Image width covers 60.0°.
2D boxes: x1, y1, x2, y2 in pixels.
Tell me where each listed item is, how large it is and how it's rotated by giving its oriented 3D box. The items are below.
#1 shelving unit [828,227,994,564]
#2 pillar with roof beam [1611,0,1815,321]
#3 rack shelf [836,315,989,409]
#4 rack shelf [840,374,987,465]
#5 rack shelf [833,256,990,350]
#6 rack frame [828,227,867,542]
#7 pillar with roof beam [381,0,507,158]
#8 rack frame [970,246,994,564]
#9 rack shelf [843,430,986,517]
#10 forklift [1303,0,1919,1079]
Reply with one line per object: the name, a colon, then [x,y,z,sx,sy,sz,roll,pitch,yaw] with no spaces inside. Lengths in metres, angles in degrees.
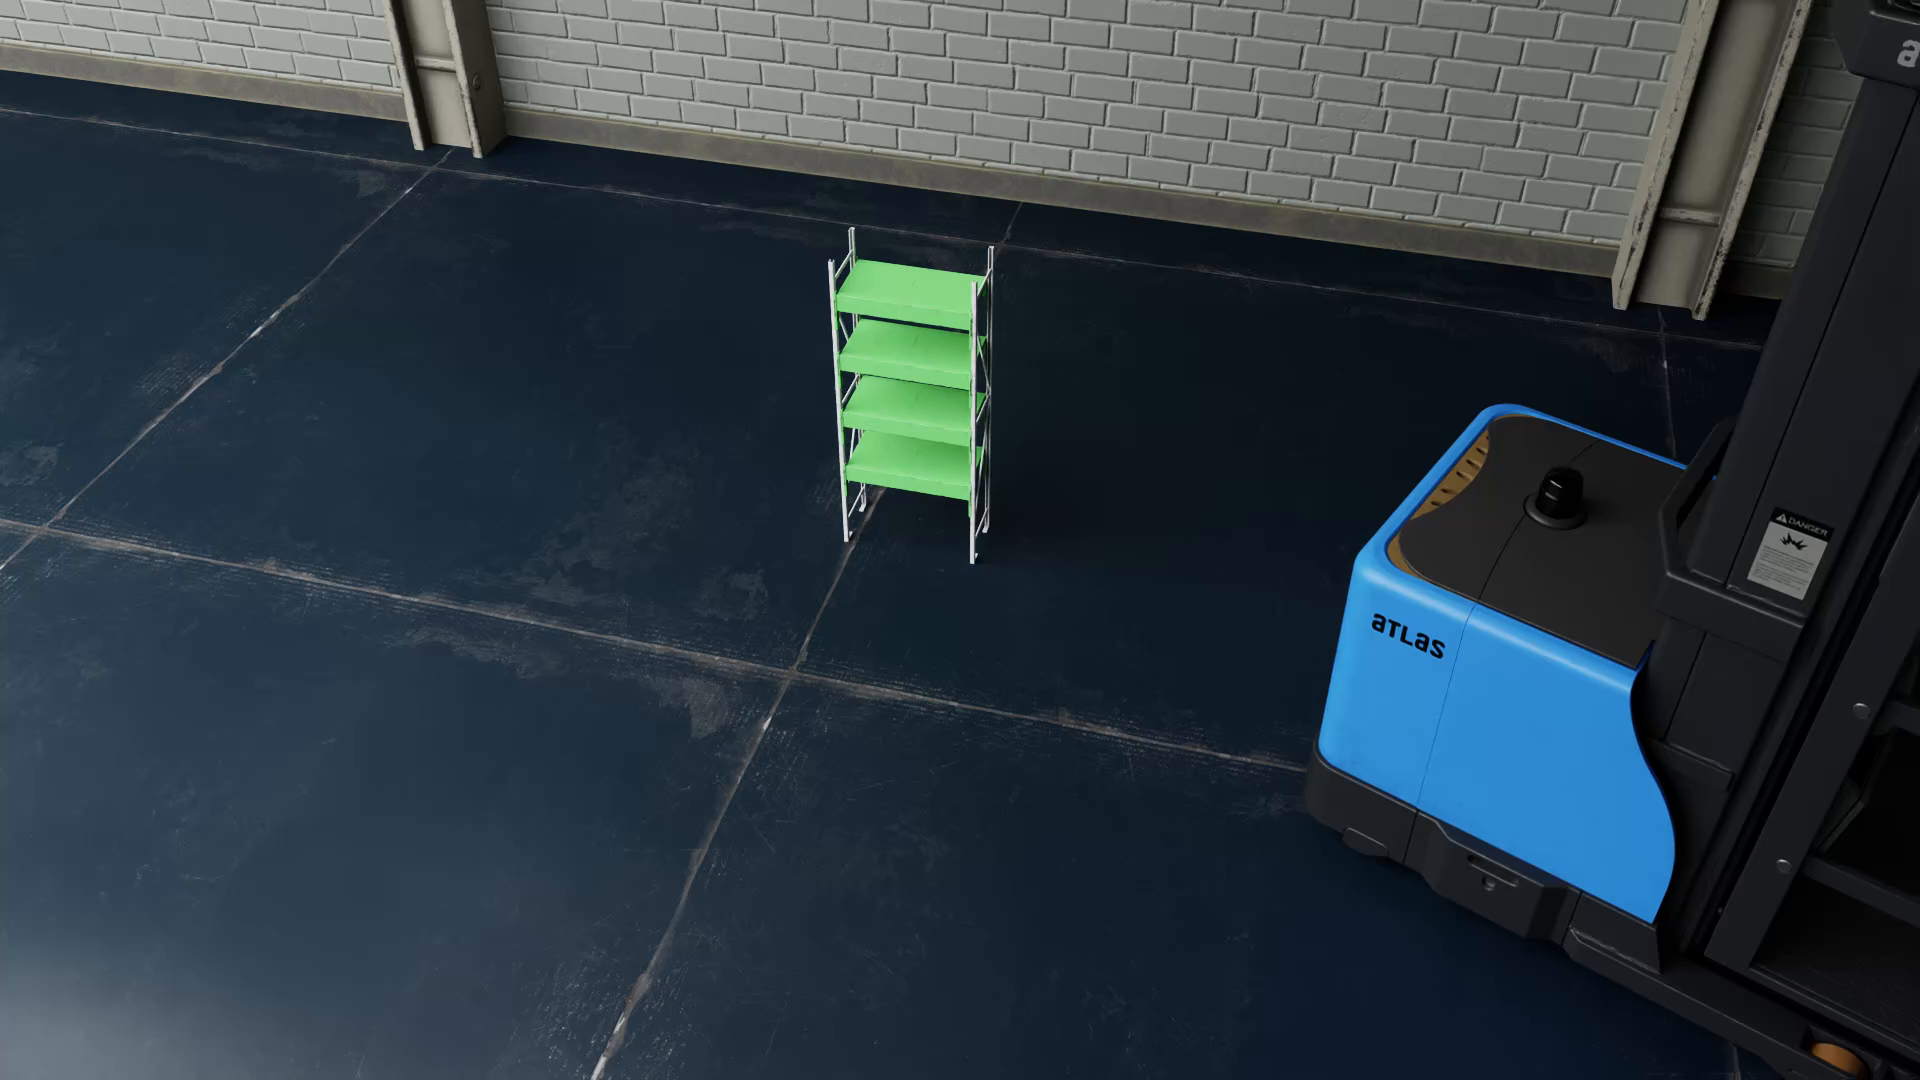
shelving unit: [-0.160,-0.487,5.897,0.503,1.200,0.258,10,41,11]
pillar with roof beam: [2.064,-1.877,1.488,0.400,9.000,9.100,10,41,11]
rack shelf: [-0.160,-0.622,5.784,0.480,0.148,0.258,10,41,11]
rack shelf: [-0.160,-0.438,5.938,0.480,0.148,0.258,10,41,11]
rack shelf: [-0.160,-0.806,5.629,0.480,0.148,0.258,10,41,11]
rack frame: [-0.396,-0.528,5.945,0.015,1.200,0.240,10,41,11]
pillar with roof beam: [-3.732,-2.875,2.676,0.400,9.000,9.100,10,41,11]
rack frame: [0.076,-0.446,5.849,0.015,1.200,0.240,10,41,11]
rack shelf: [-0.160,-0.254,6.092,0.480,0.148,0.258,10,41,11]
forklift: [2.551,0.072,3.885,3.031,2.935,1.130,26,46,27]
